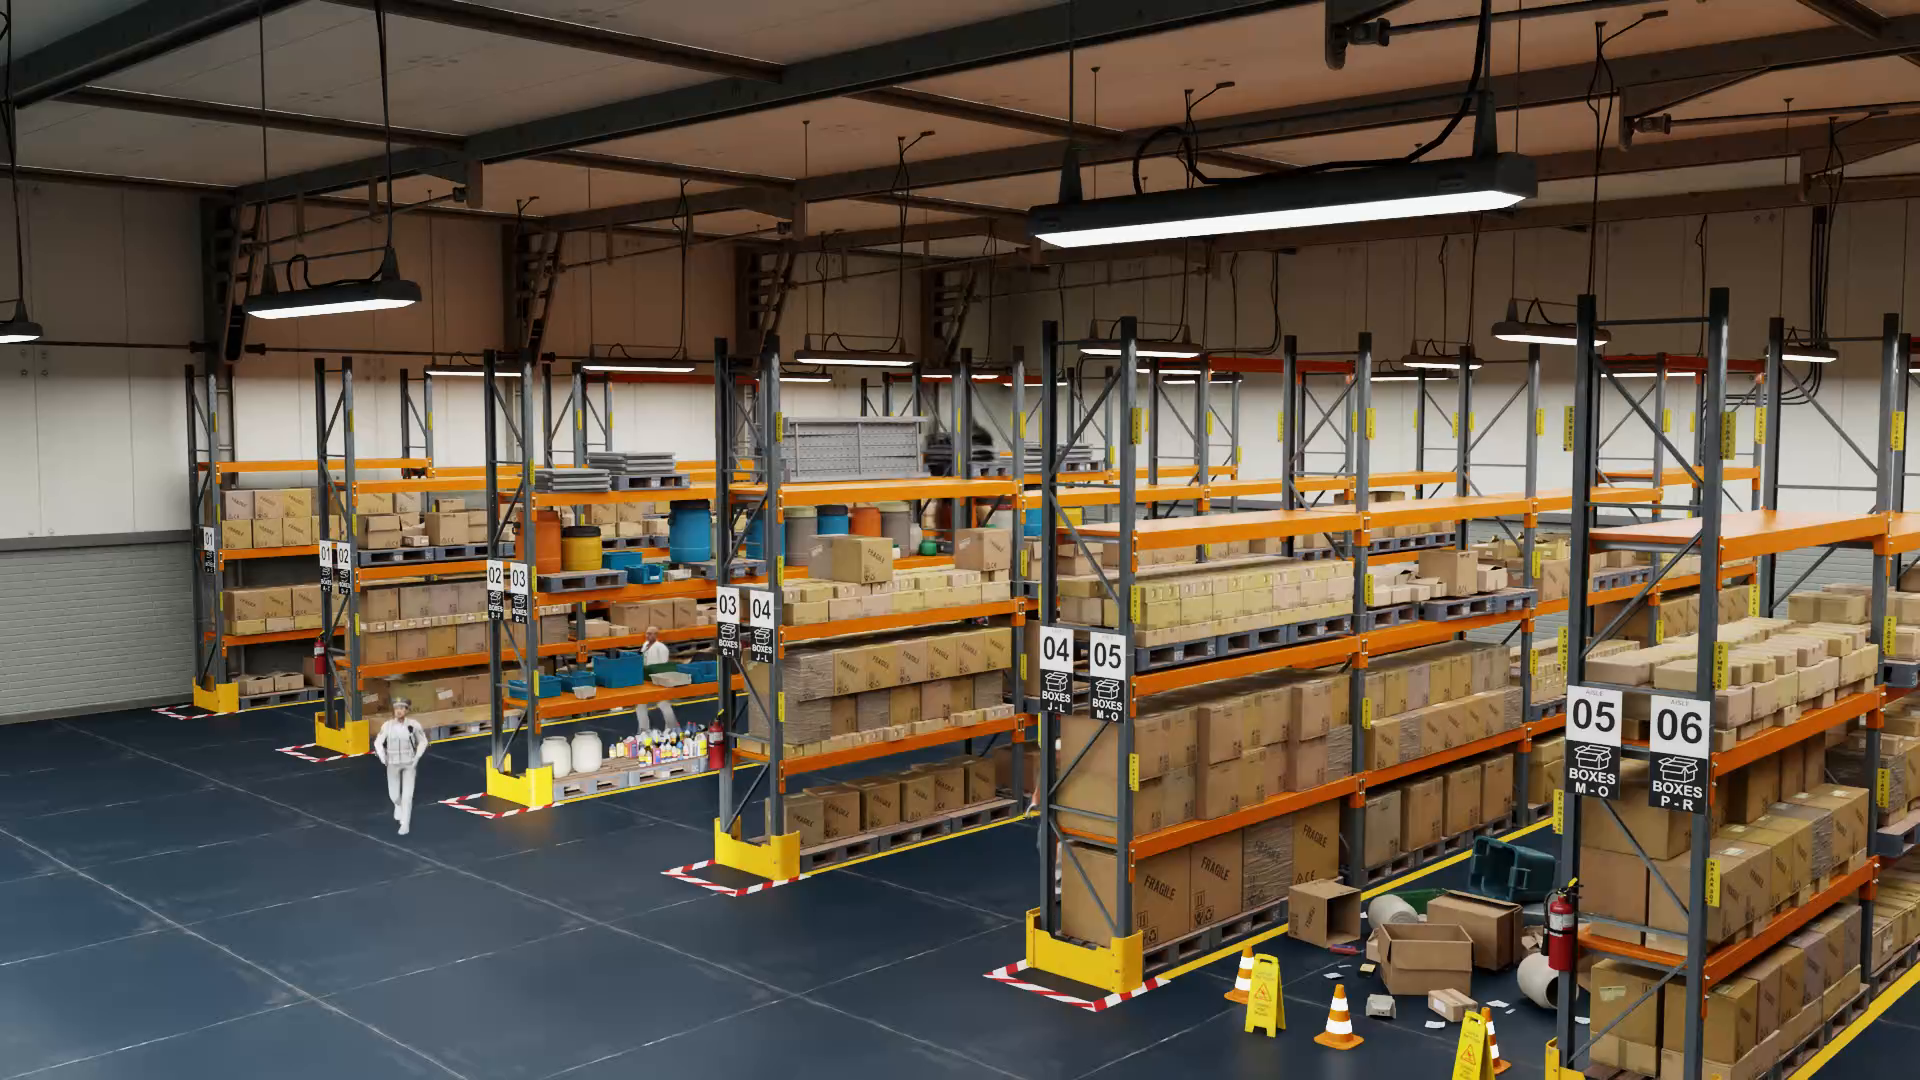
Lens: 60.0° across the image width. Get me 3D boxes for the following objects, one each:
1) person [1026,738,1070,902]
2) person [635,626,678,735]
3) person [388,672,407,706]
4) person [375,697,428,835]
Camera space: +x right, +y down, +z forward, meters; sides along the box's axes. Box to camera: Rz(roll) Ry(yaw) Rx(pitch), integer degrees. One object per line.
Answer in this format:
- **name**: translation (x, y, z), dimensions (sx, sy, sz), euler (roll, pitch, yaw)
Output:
- **person**: translation (1.033, 2.953, 17.489), dimensions (0.707, 1.742, 0.624), euler (4, 6, 45)
- **person**: translation (-4.805, 2.277, 26.184), dimensions (0.666, 1.834, 0.937), euler (3, 5, 30)
- **person**: translation (-9.424, 2.200, 27.977), dimensions (0.626, 1.694, 0.833), euler (4, 6, 43)
- **person**: translation (-6.922, 2.773, 20.616), dimensions (0.634, 1.668, 0.597), euler (-1, 4, -12)
